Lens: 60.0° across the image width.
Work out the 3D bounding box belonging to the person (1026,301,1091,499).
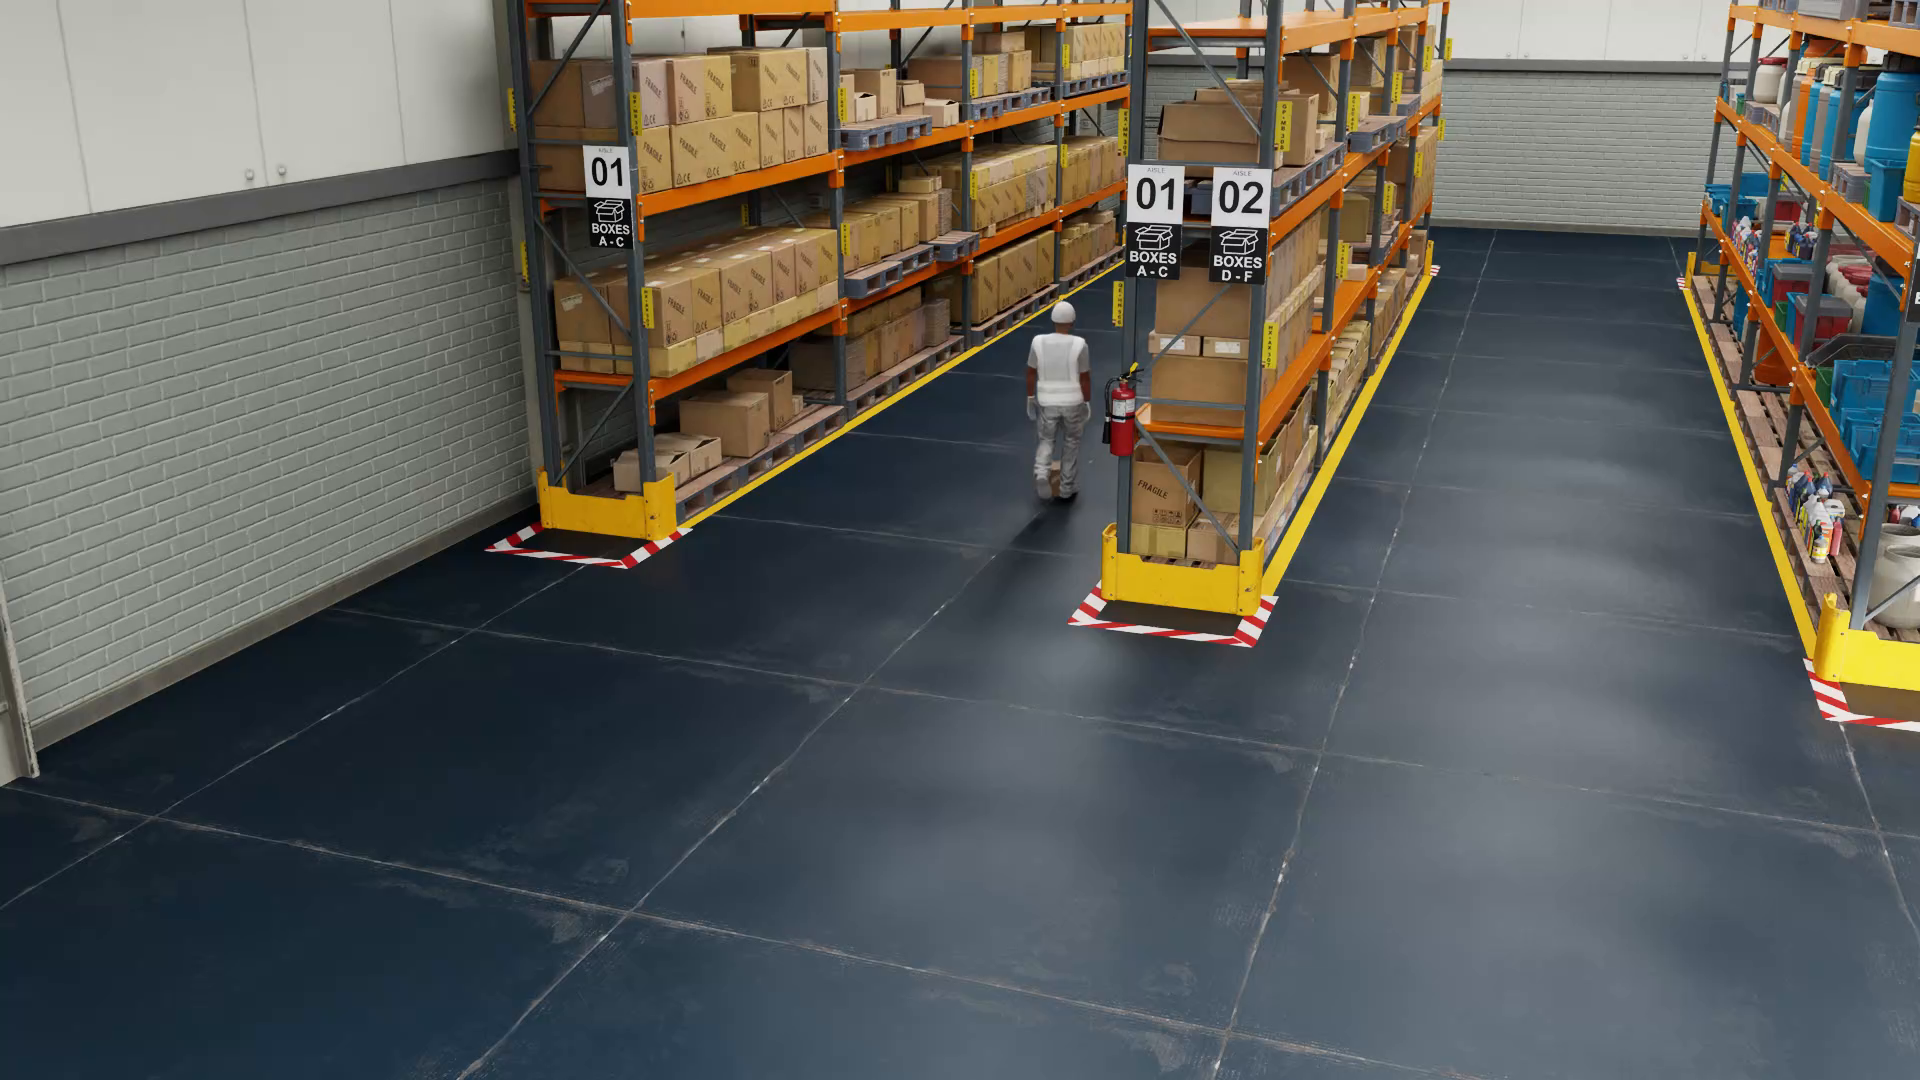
[{"bbox_3d":[0.852,-1.200,14.563,0.574,1.771,0.710,5,19,15],"label":"person"}]
